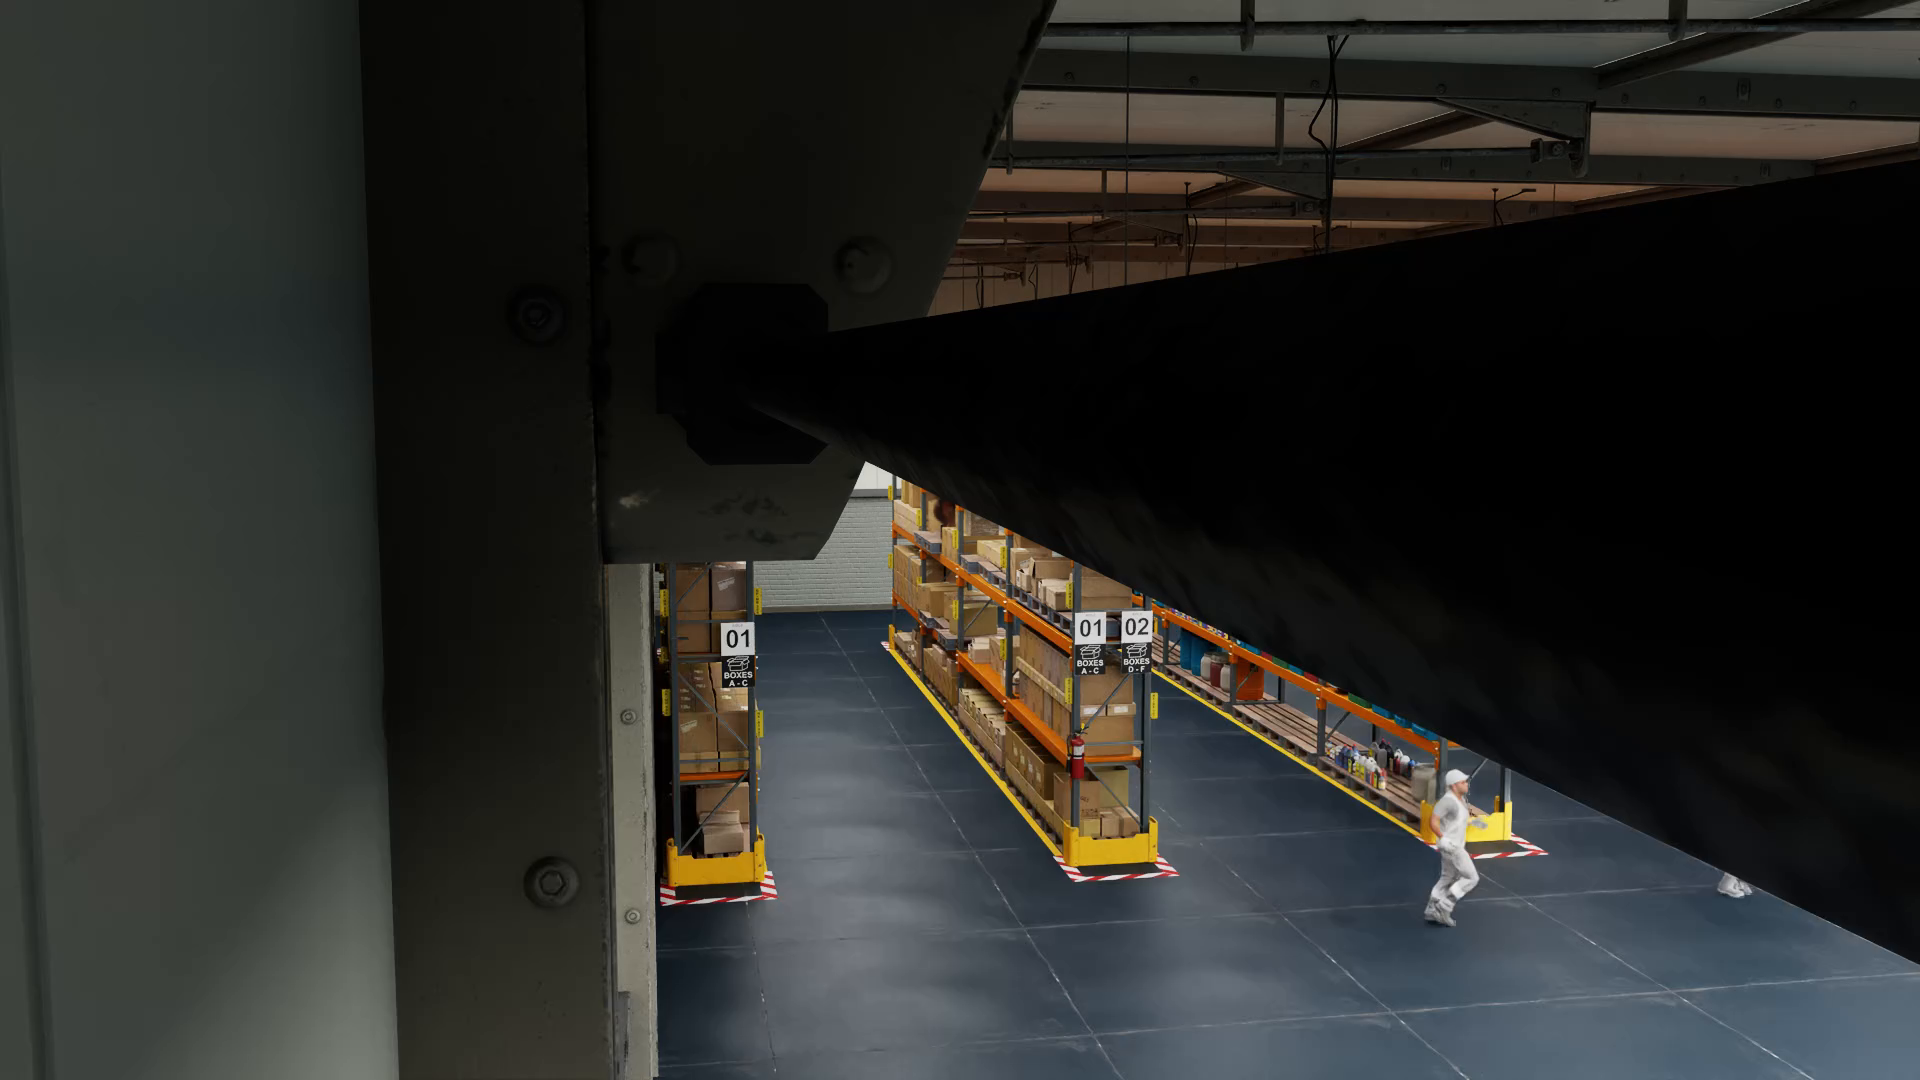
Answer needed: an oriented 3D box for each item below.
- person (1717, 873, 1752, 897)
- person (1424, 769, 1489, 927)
[{"bbox_3d":[9.304,3.386,19.597,0.617,1.659,0.589,3,7,25],"label":"person"},{"bbox_3d":[5.569,3.439,18.626,0.659,1.762,0.625,2,7,18],"label":"person"}]
